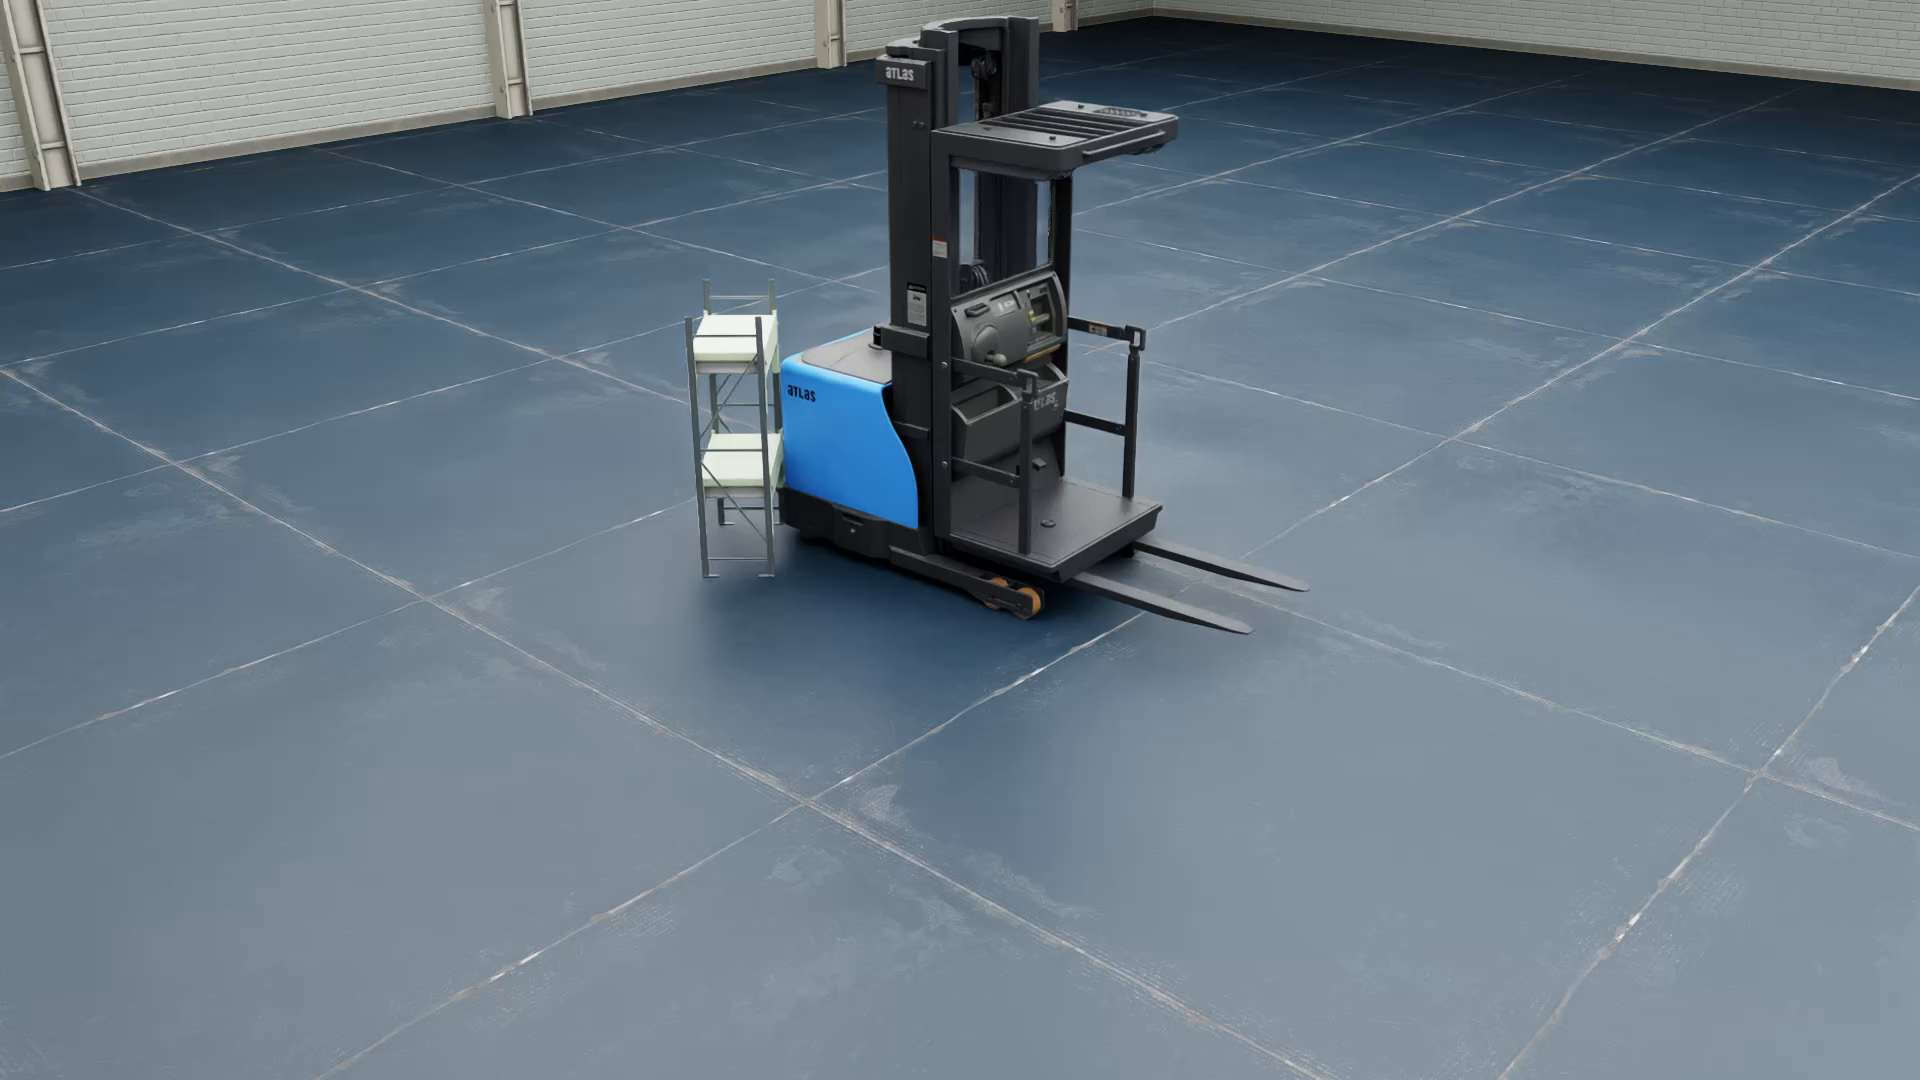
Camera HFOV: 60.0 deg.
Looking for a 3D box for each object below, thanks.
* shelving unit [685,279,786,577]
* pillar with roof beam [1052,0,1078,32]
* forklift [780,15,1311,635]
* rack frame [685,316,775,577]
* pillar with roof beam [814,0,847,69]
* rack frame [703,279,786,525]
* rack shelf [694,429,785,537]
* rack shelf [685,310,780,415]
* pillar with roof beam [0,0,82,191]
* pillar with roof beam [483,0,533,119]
[{"bbox_3d":[-1.241,-0.630,9.323,0.431,1.500,0.755,0,24,-1],"label":"shelving unit"},{"bbox_3d":[5.145,-12.370,26.340,9.100,9.000,0.400,20,31,38],"label":"pillar with roof beam"},{"bbox_3d":[0.436,-1.163,8.761,3.031,2.935,1.130,18,30,34],"label":"forklift"},{"bbox_3d":[-1.236,-0.481,8.989,0.400,1.500,0.023,0,24,-1],"label":"rack frame"},{"bbox_3d":[1.140,-10.542,22.263,9.100,9.000,0.400,20,31,38],"label":"pillar with roof beam"},{"bbox_3d":[-1.245,-0.780,9.657,0.400,1.500,0.023,0,24,-1],"label":"rack frame"},{"bbox_3d":[-1.241,-0.333,9.456,0.431,0.370,0.720,0,24,-1],"label":"rack shelf"},{"bbox_3d":[-1.241,-0.987,9.163,0.431,0.370,0.720,0,24,-1],"label":"rack shelf"},{"bbox_3d":[-6.869,-6.886,14.109,9.100,9.000,0.400,20,31,38],"label":"pillar with roof beam"},{"bbox_3d":[-2.864,-8.714,18.186,9.100,9.000,0.400,20,31,38],"label":"pillar with roof beam"}]
